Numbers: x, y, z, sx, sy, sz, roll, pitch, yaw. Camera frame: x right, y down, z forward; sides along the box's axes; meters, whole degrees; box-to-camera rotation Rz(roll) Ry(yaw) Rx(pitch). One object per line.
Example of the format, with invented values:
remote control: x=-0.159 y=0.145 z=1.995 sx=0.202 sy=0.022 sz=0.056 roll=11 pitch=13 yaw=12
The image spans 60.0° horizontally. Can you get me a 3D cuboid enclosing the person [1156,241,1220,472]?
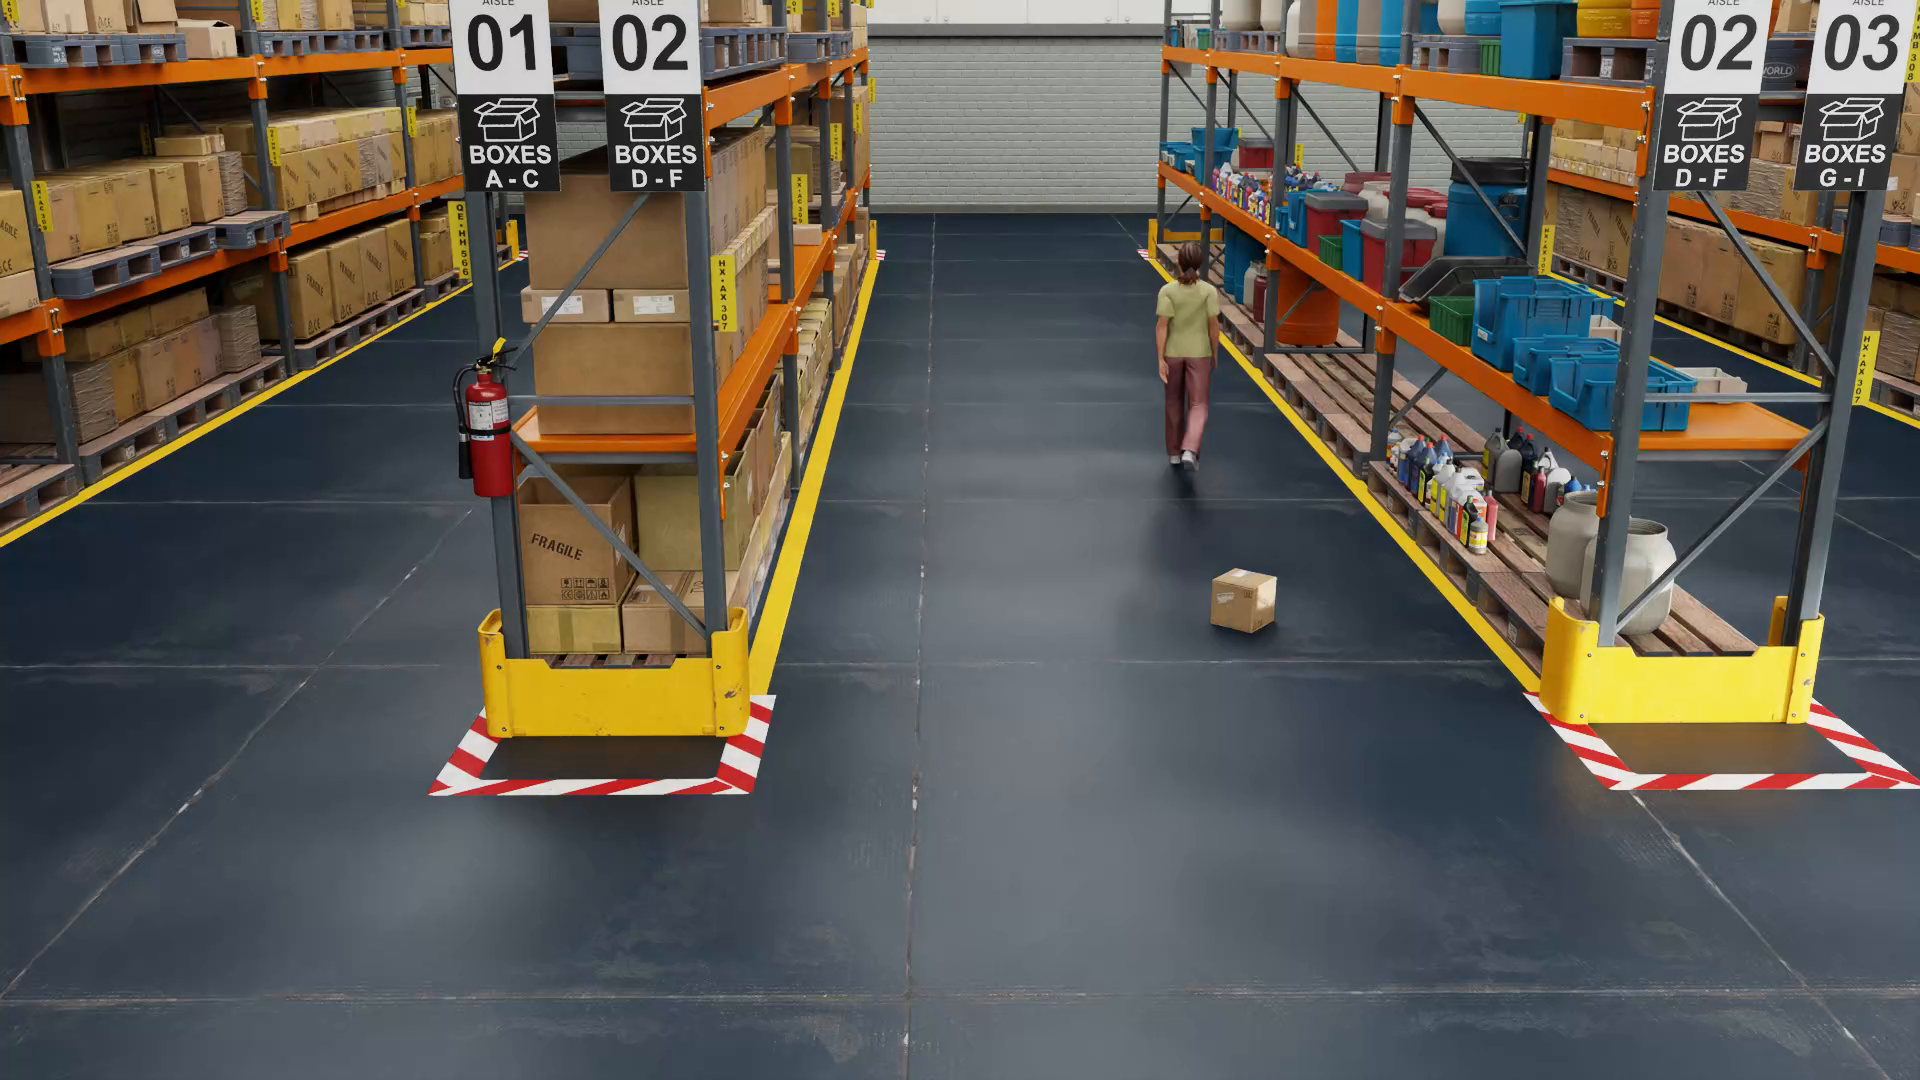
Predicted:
person: x=1.589 y=-1.273 z=11.654 sx=0.439 sy=1.627 sz=0.939 roll=4 pitch=18 yaw=12
